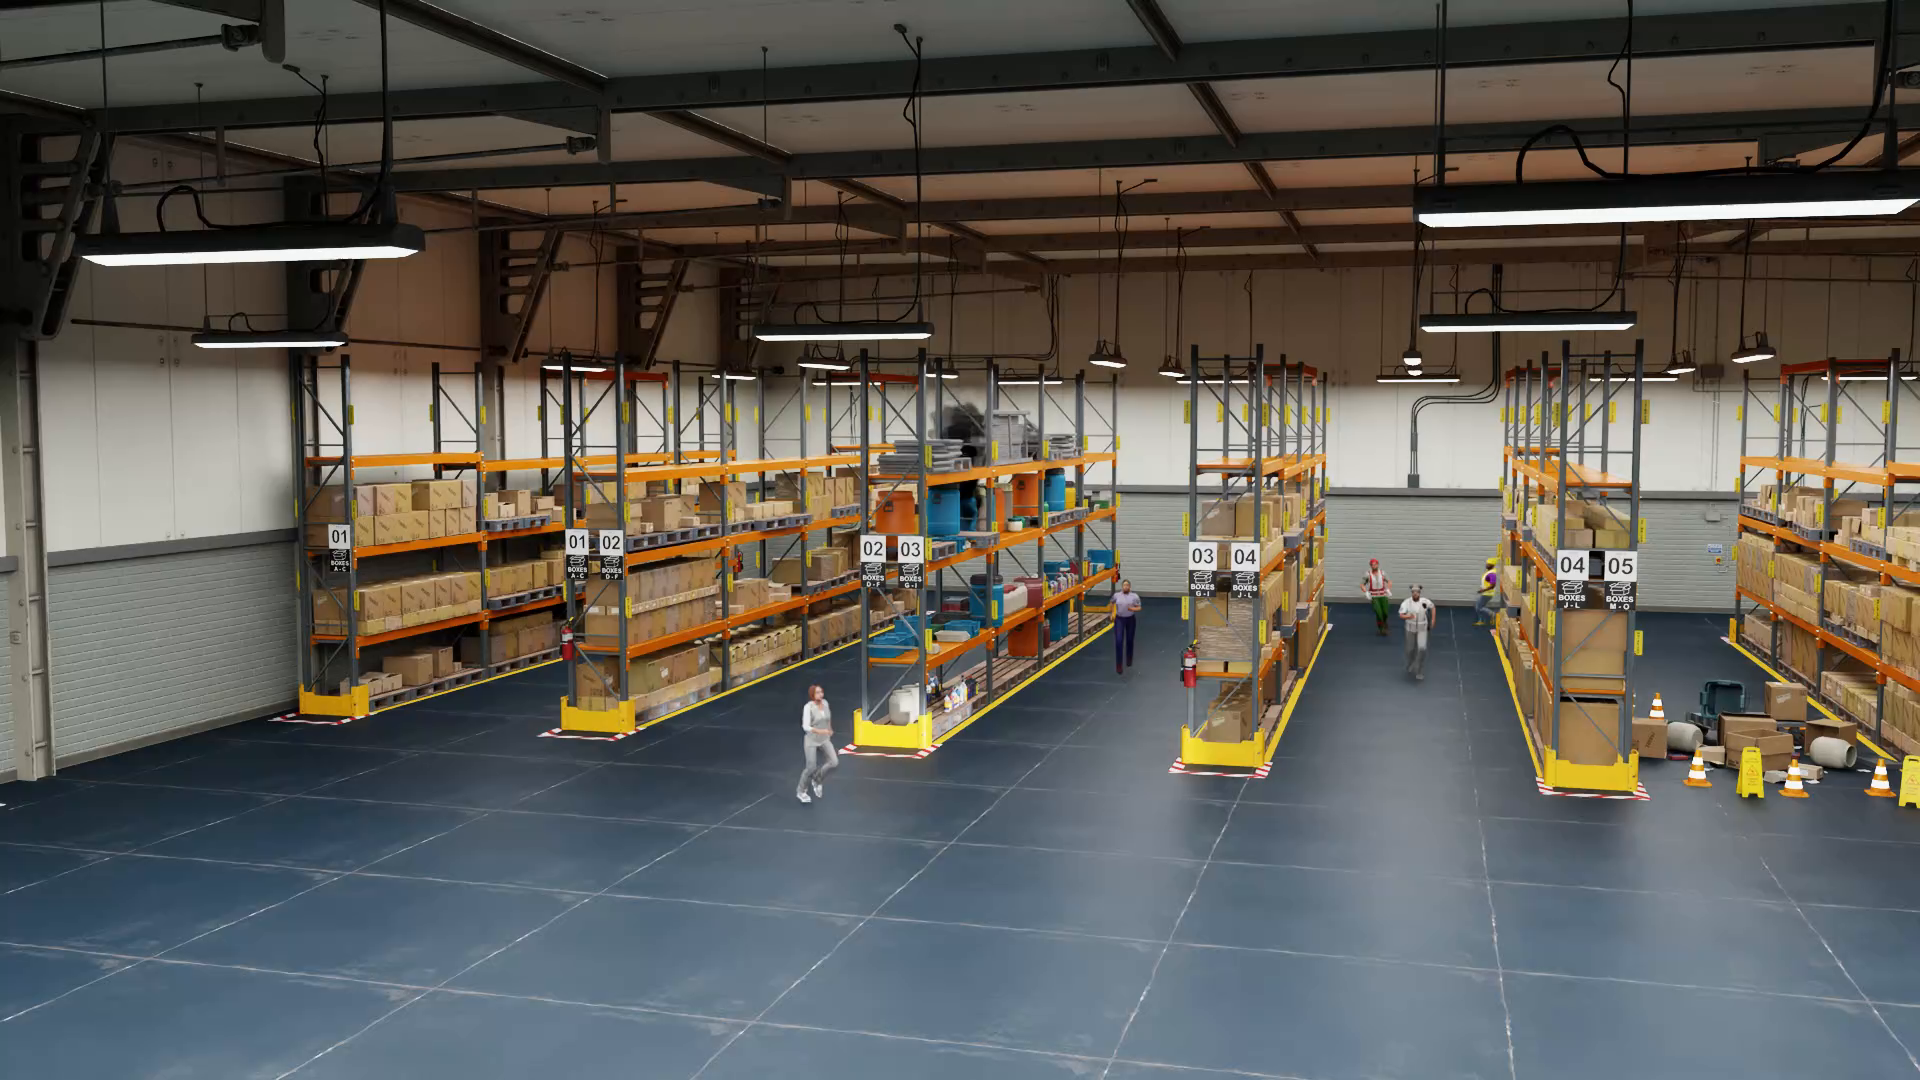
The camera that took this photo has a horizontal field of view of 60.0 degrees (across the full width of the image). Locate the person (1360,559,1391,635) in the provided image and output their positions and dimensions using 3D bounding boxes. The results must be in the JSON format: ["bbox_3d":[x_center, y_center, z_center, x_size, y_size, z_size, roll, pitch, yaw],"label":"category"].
[{"bbox_3d":[9.504,1.289,38.039,0.711,1.727,0.601,0,4,6],"label":"person"}]

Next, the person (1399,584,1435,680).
[{"bbox_3d":[8.728,1.744,31.775,0.672,1.842,0.925,1,4,16],"label":"person"}]

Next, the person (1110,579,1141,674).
[{"bbox_3d":[3.086,1.597,31.024,0.582,1.733,0.721,0,4,4],"label":"person"}]

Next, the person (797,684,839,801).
[{"bbox_3d":[-1.808,2.611,21.369,0.560,1.555,0.745,-3,6,-39],"label":"person"}]

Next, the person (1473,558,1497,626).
[{"bbox_3d":[12.398,1.237,39.210,0.646,1.678,0.766,2,5,23],"label":"person"}]
